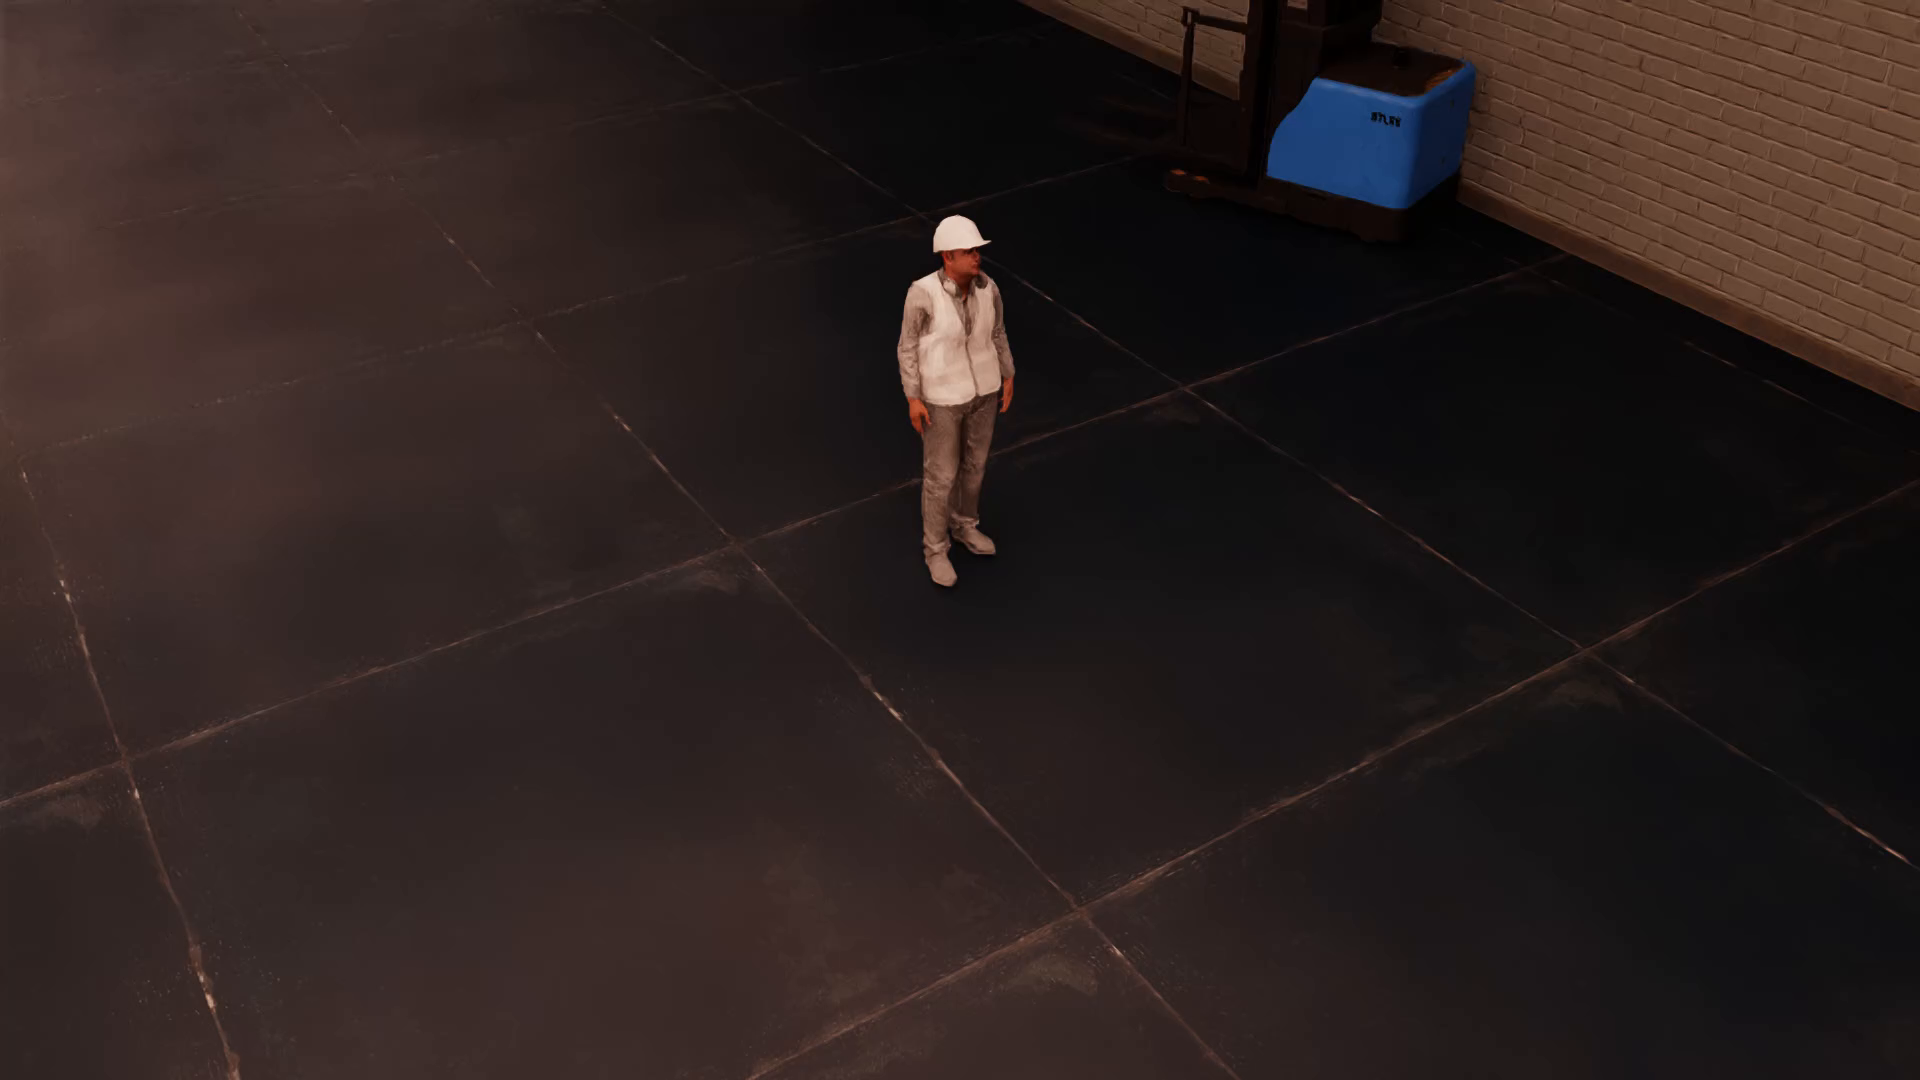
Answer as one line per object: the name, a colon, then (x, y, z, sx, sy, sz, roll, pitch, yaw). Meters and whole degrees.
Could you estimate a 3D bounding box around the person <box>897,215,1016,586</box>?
person: (0.027, -0.699, 8.136, 0.632, 1.773, 0.567, -21, 40, -27)

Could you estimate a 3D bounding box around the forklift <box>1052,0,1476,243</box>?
forklift: (2.127, -3.937, 11.750, 3.031, 2.935, 1.130, 23, 41, 29)
